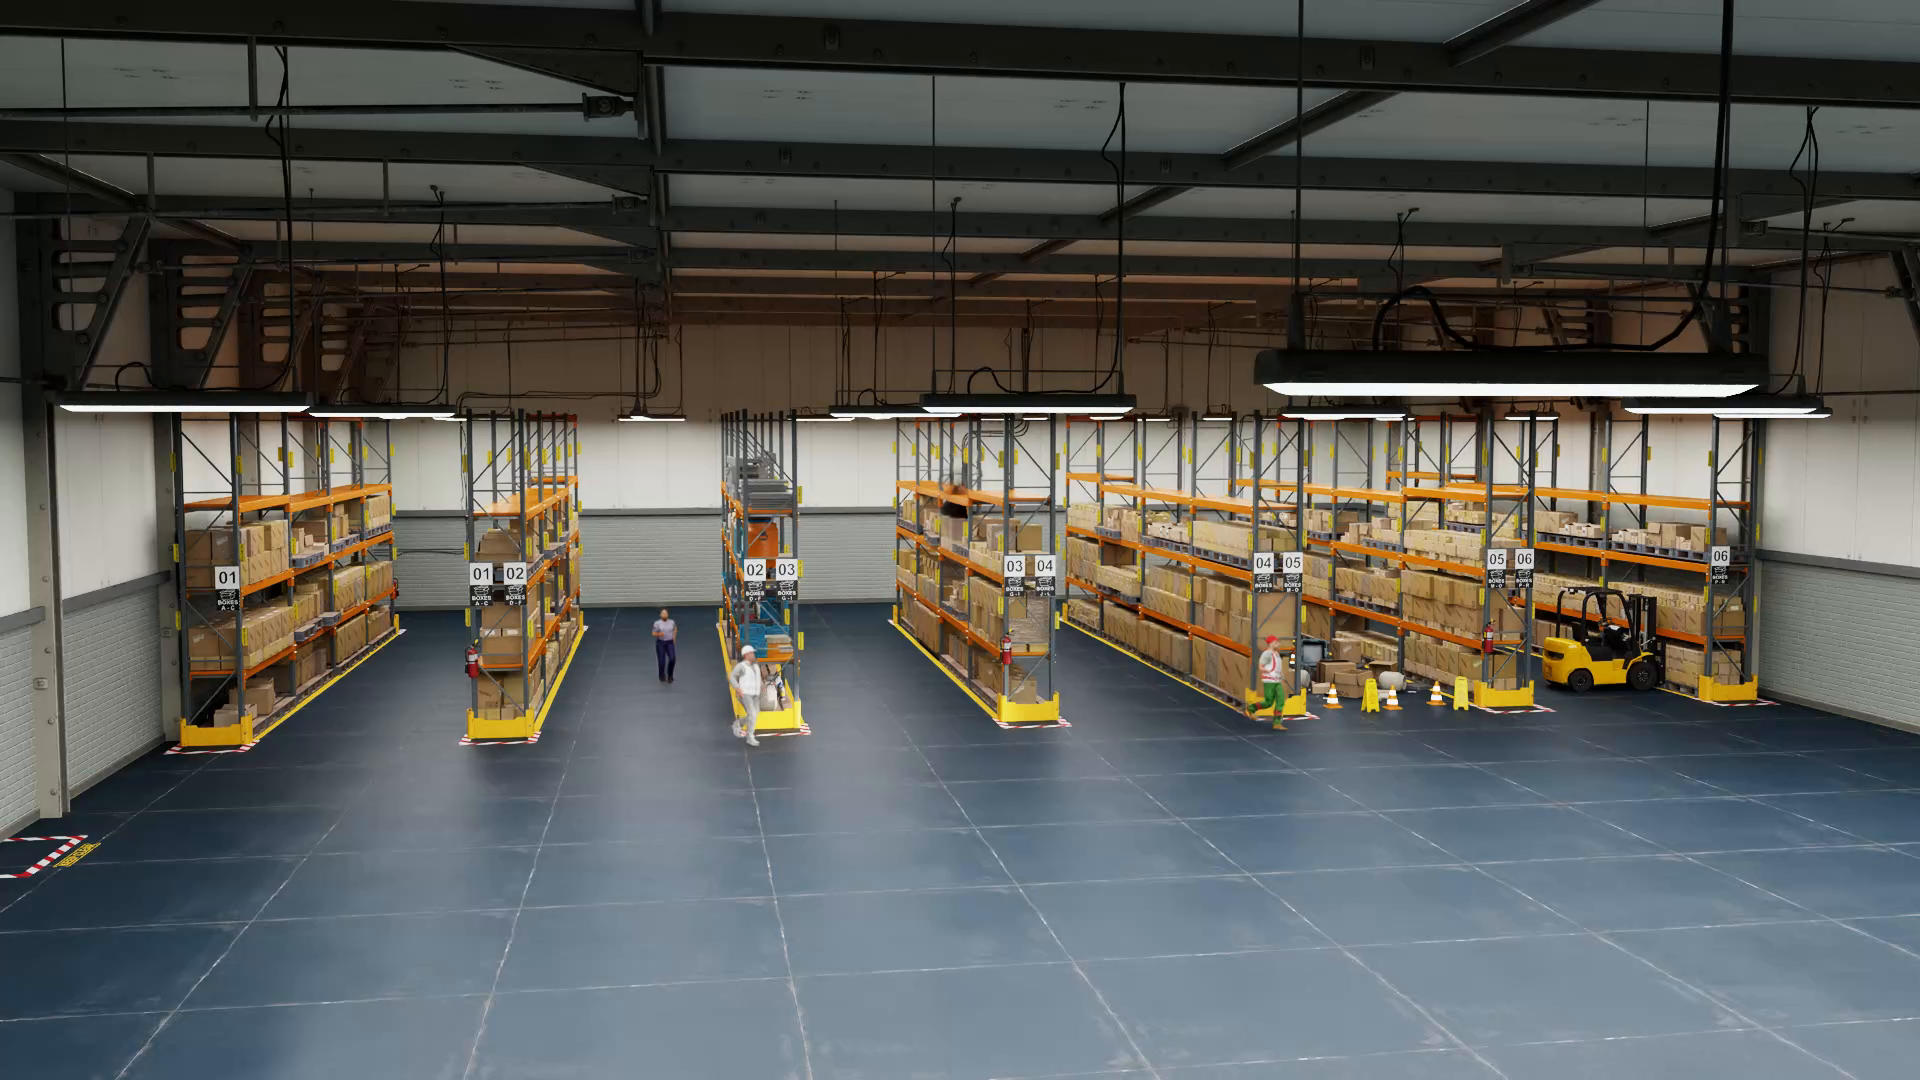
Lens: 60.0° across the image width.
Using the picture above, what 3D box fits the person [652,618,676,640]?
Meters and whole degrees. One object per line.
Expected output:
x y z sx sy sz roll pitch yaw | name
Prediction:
-6.502 1.973 36.616 0.546 0.507 0.302 -1 4 -20 | person

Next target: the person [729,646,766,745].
-3.793 2.781 29.912 0.701 1.748 0.700 3 5 36 | person

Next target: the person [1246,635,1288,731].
5.836 2.674 31.277 0.872 1.775 0.667 3 5 41 | person

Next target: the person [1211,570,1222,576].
7.848 1.290 50.744 0.636 1.626 0.755 1 4 14 | person

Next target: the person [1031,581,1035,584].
2.223 1.657 45.921 0.684 1.739 0.590 -1 4 -12 | person
